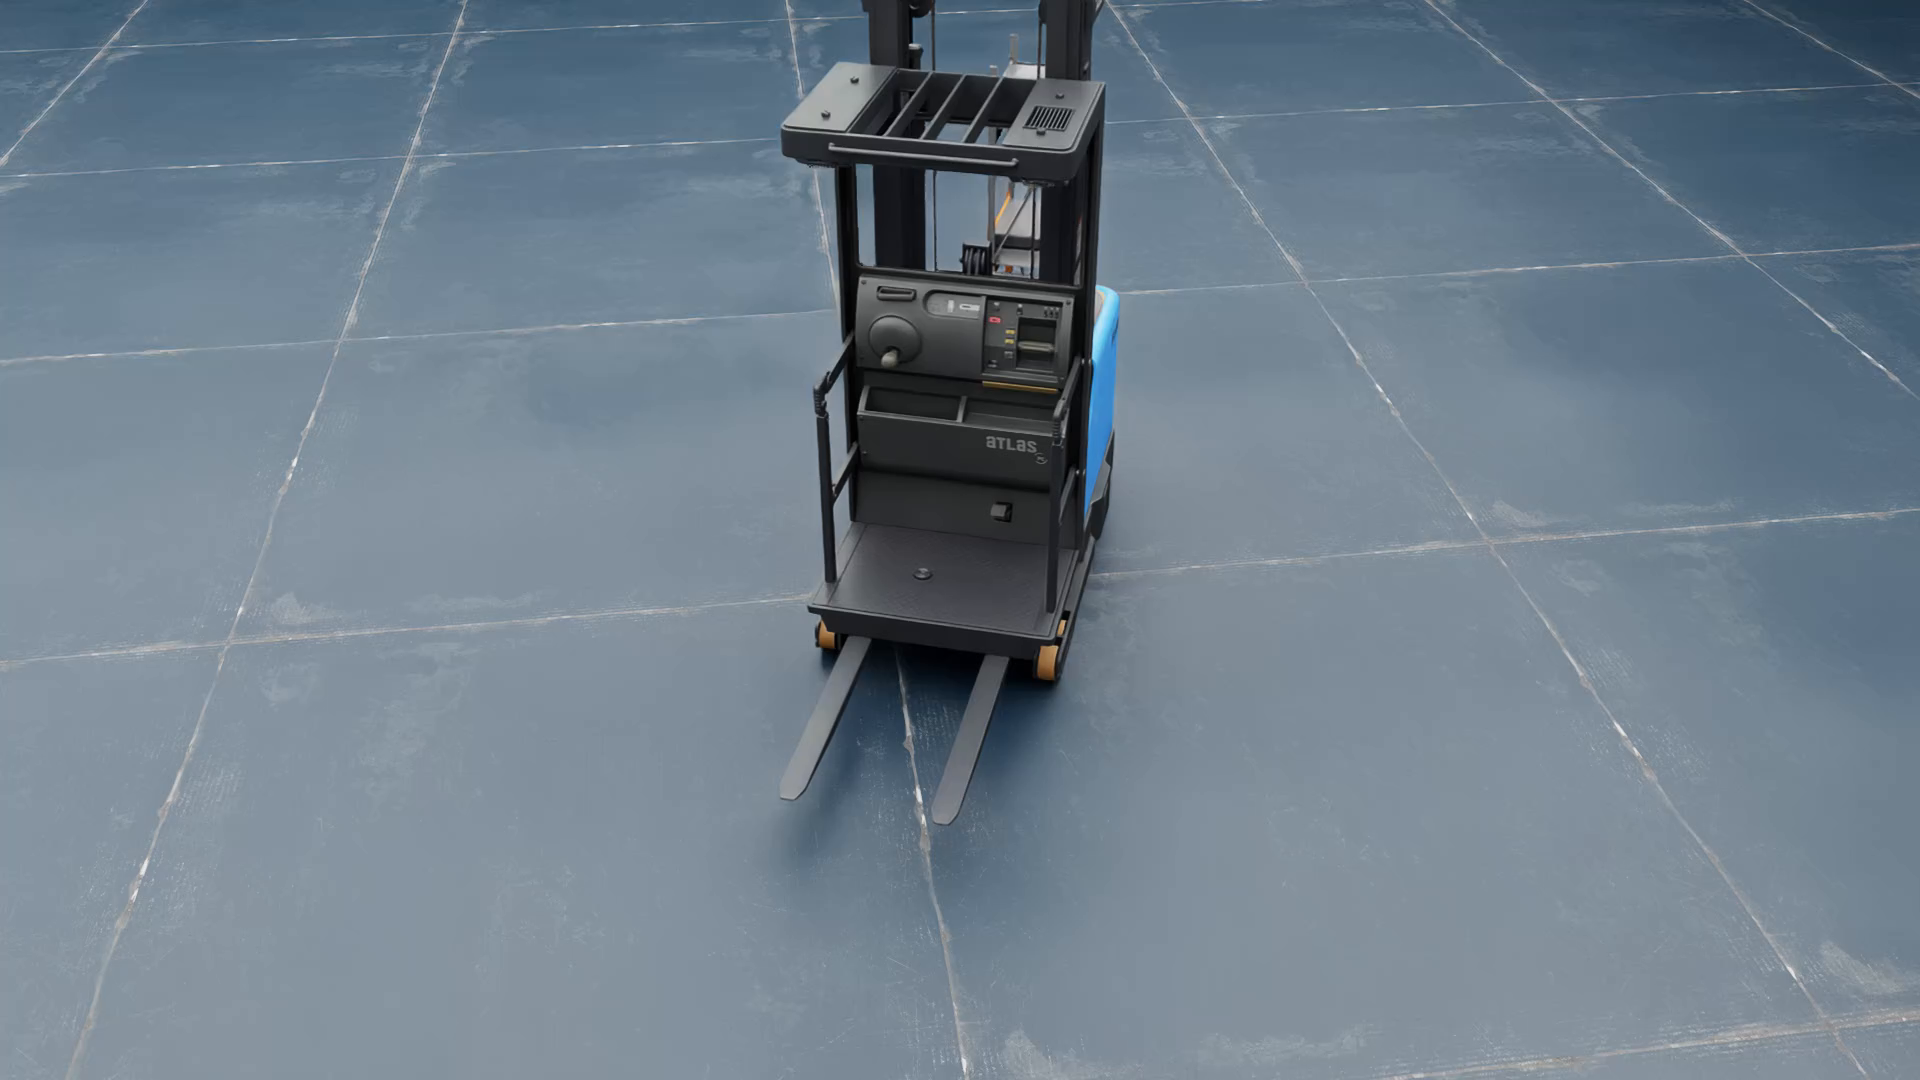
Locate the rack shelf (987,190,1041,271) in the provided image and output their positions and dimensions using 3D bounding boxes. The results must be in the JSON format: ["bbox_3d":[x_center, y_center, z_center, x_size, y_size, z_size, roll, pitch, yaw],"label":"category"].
[{"bbox_3d":[0.390,-1.443,8.527,0.431,0.518,0.480,7,35,11],"label":"rack shelf"}]

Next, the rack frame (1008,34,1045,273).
[{"bbox_3d":[0.445,-1.588,8.716,0.400,2.100,0.015,7,35,11],"label":"rack frame"}]

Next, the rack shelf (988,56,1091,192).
[{"bbox_3d":[0.390,-2.021,8.133,0.431,0.518,0.480,7,35,11],"label":"rack shelf"}]

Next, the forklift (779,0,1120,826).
[{"bbox_3d":[-0.030,-0.823,6.856,1.130,2.935,3.031,7,35,11],"label":"forklift"}]

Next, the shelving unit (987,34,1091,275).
[{"bbox_3d":[0.390,-1.454,8.519,0.431,2.100,0.503,7,35,11],"label":"shelving unit"}]

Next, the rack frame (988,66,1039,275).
[{"bbox_3d":[0.336,-1.320,8.323,0.400,2.100,0.015,7,35,11],"label":"rack frame"}]
